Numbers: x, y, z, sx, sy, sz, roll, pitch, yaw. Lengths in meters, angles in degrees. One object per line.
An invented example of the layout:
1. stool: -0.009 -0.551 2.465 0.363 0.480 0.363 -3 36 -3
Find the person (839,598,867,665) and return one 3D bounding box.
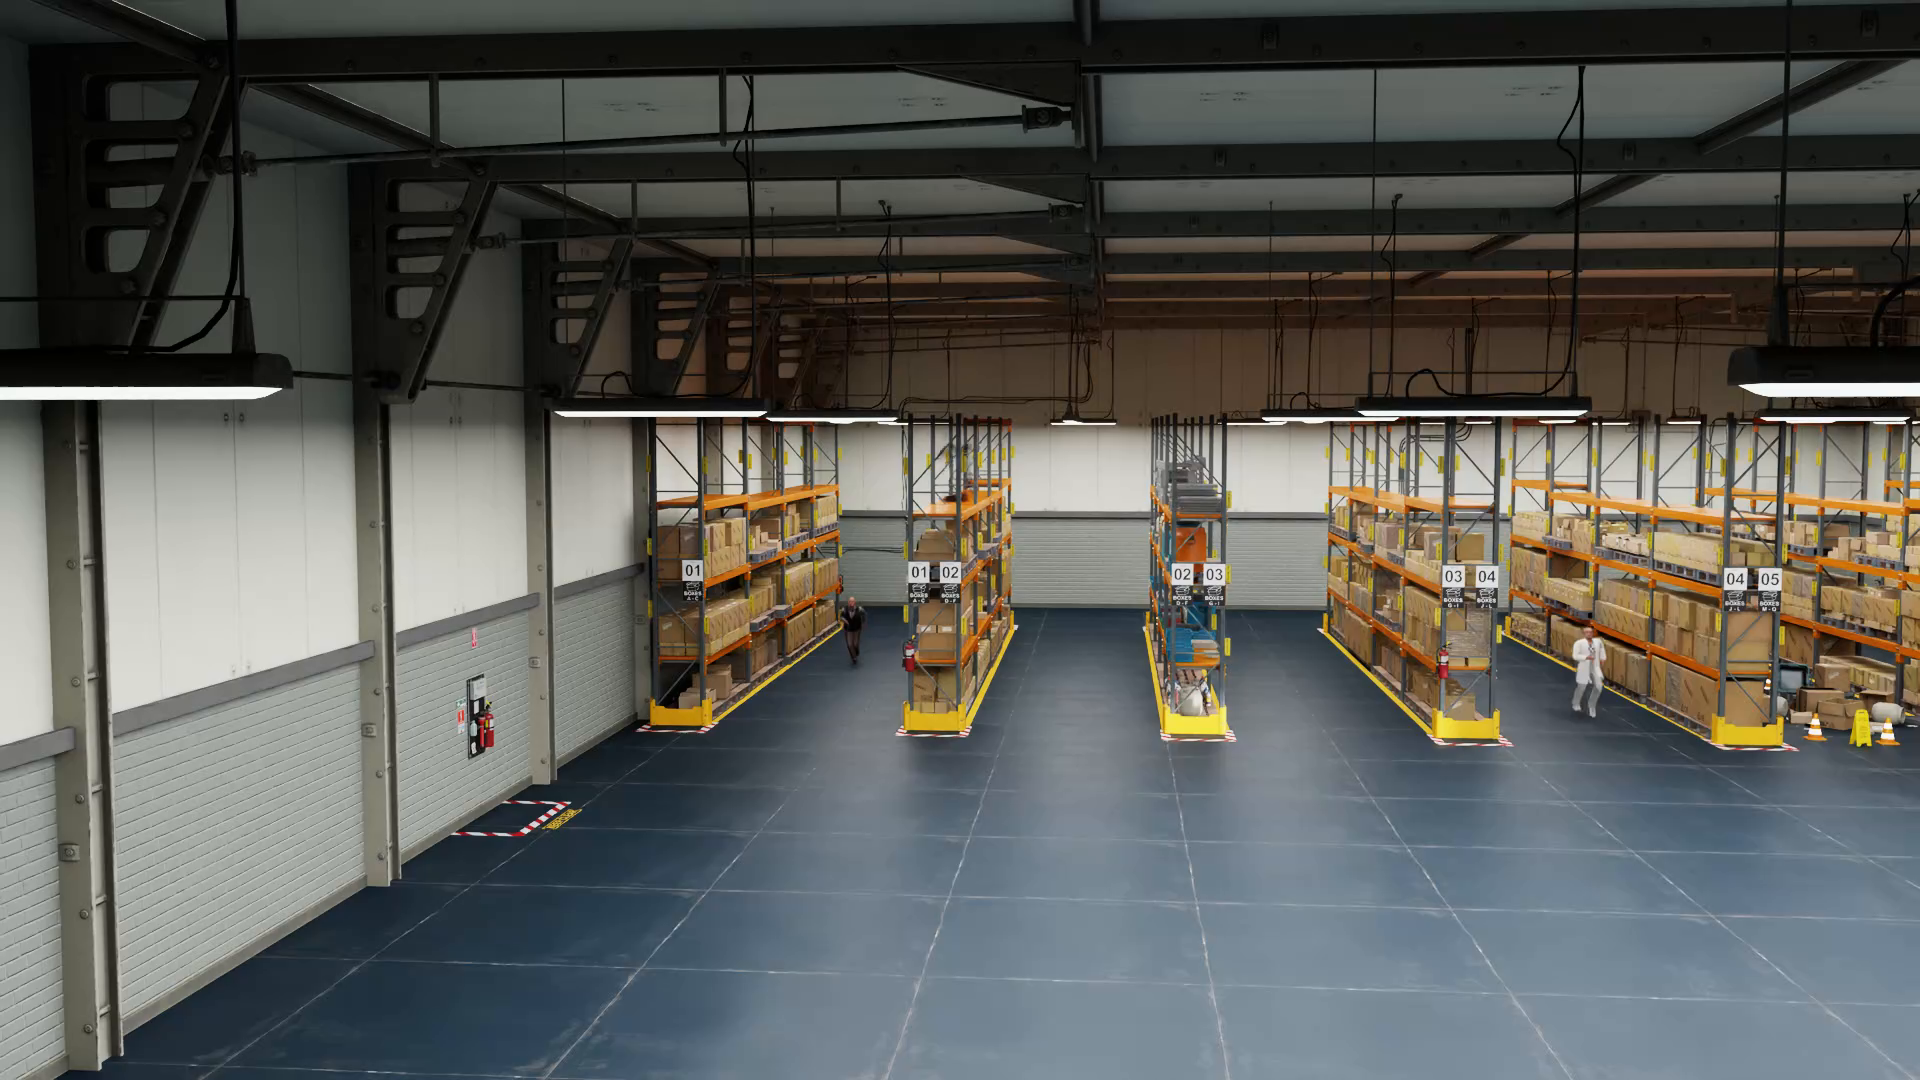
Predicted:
1. person: -2.591 2.203 40.263 0.649 1.650 0.722 0 4 6

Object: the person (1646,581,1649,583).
1. person: 17.697 1.959 42.584 0.641 1.816 0.915 -1 4 -15

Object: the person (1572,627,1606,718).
1. person: 12.504 2.615 33.049 0.726 1.801 0.947 0 4 3
